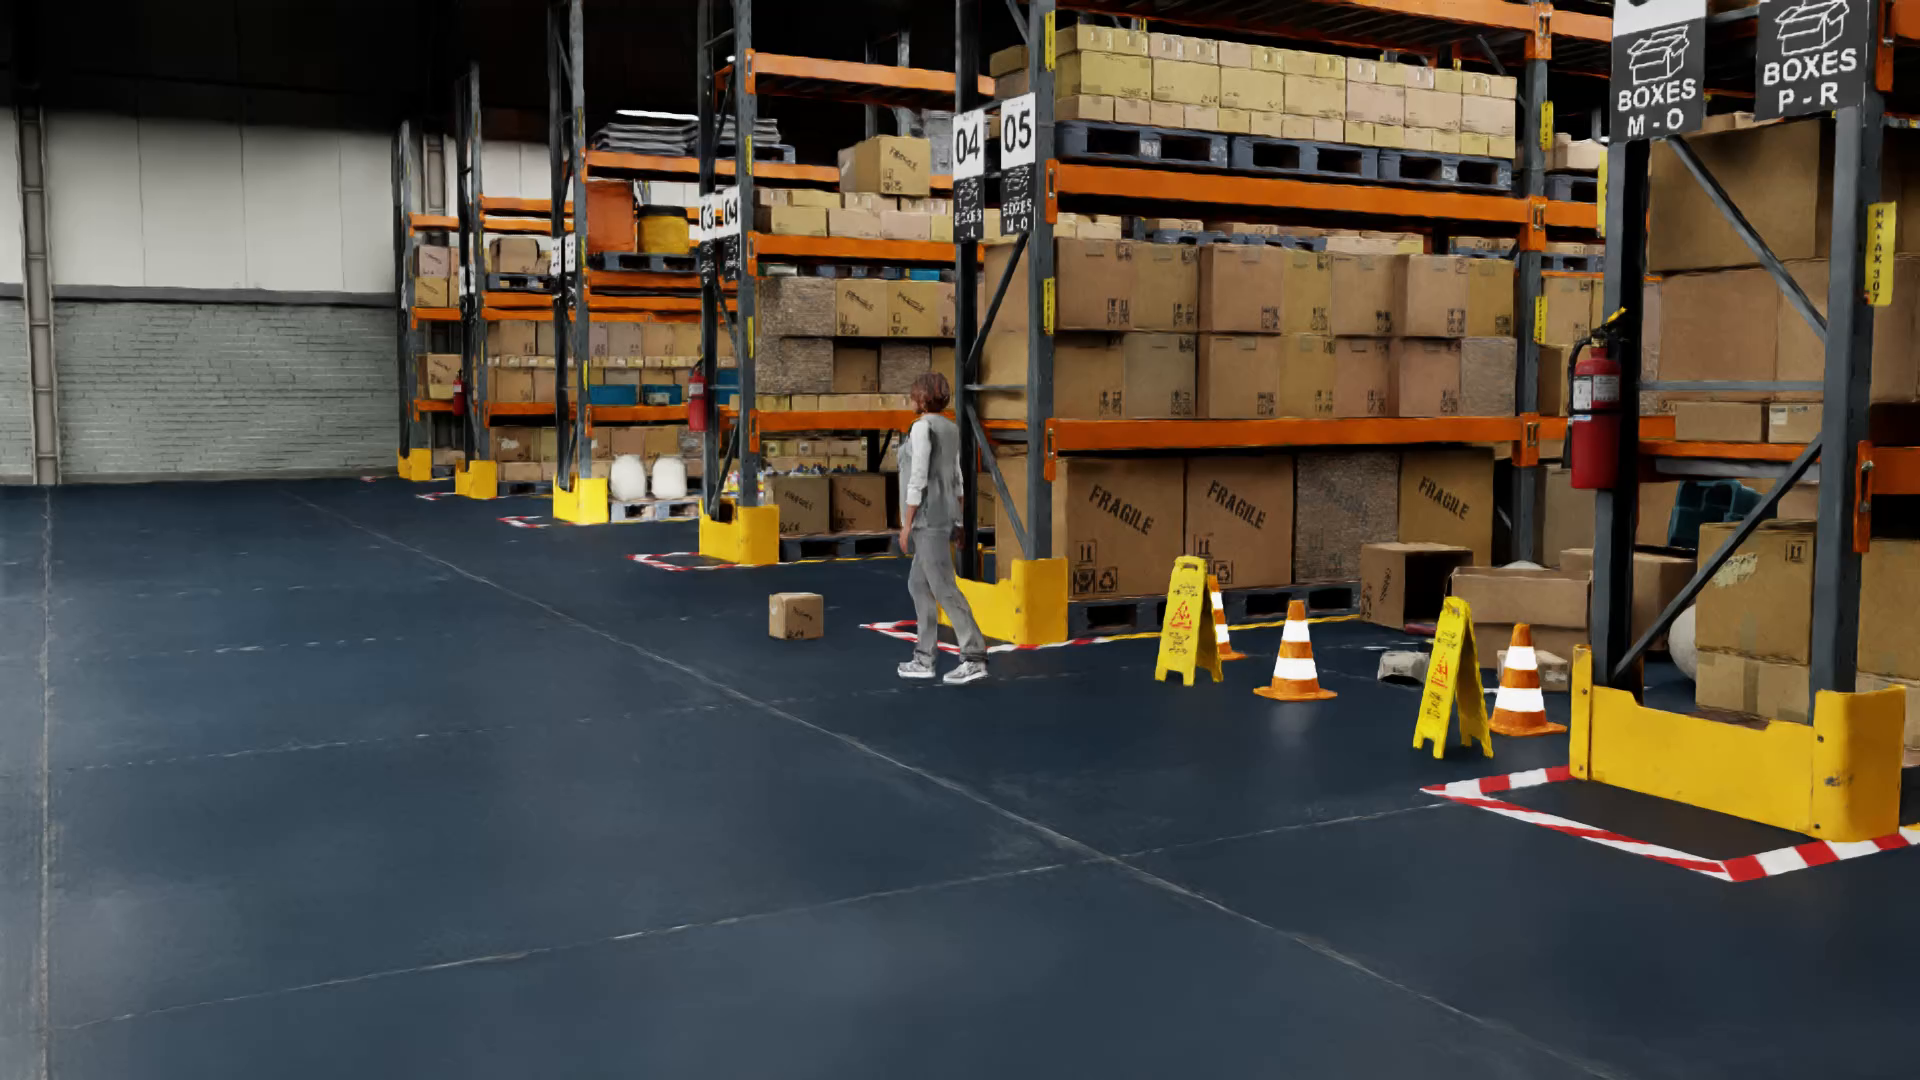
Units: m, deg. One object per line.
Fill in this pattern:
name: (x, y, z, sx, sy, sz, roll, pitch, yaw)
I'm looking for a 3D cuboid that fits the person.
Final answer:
person: (-0.098, -0.069, 8.499, 0.561, 1.589, 0.498, 2, 6, 21)
